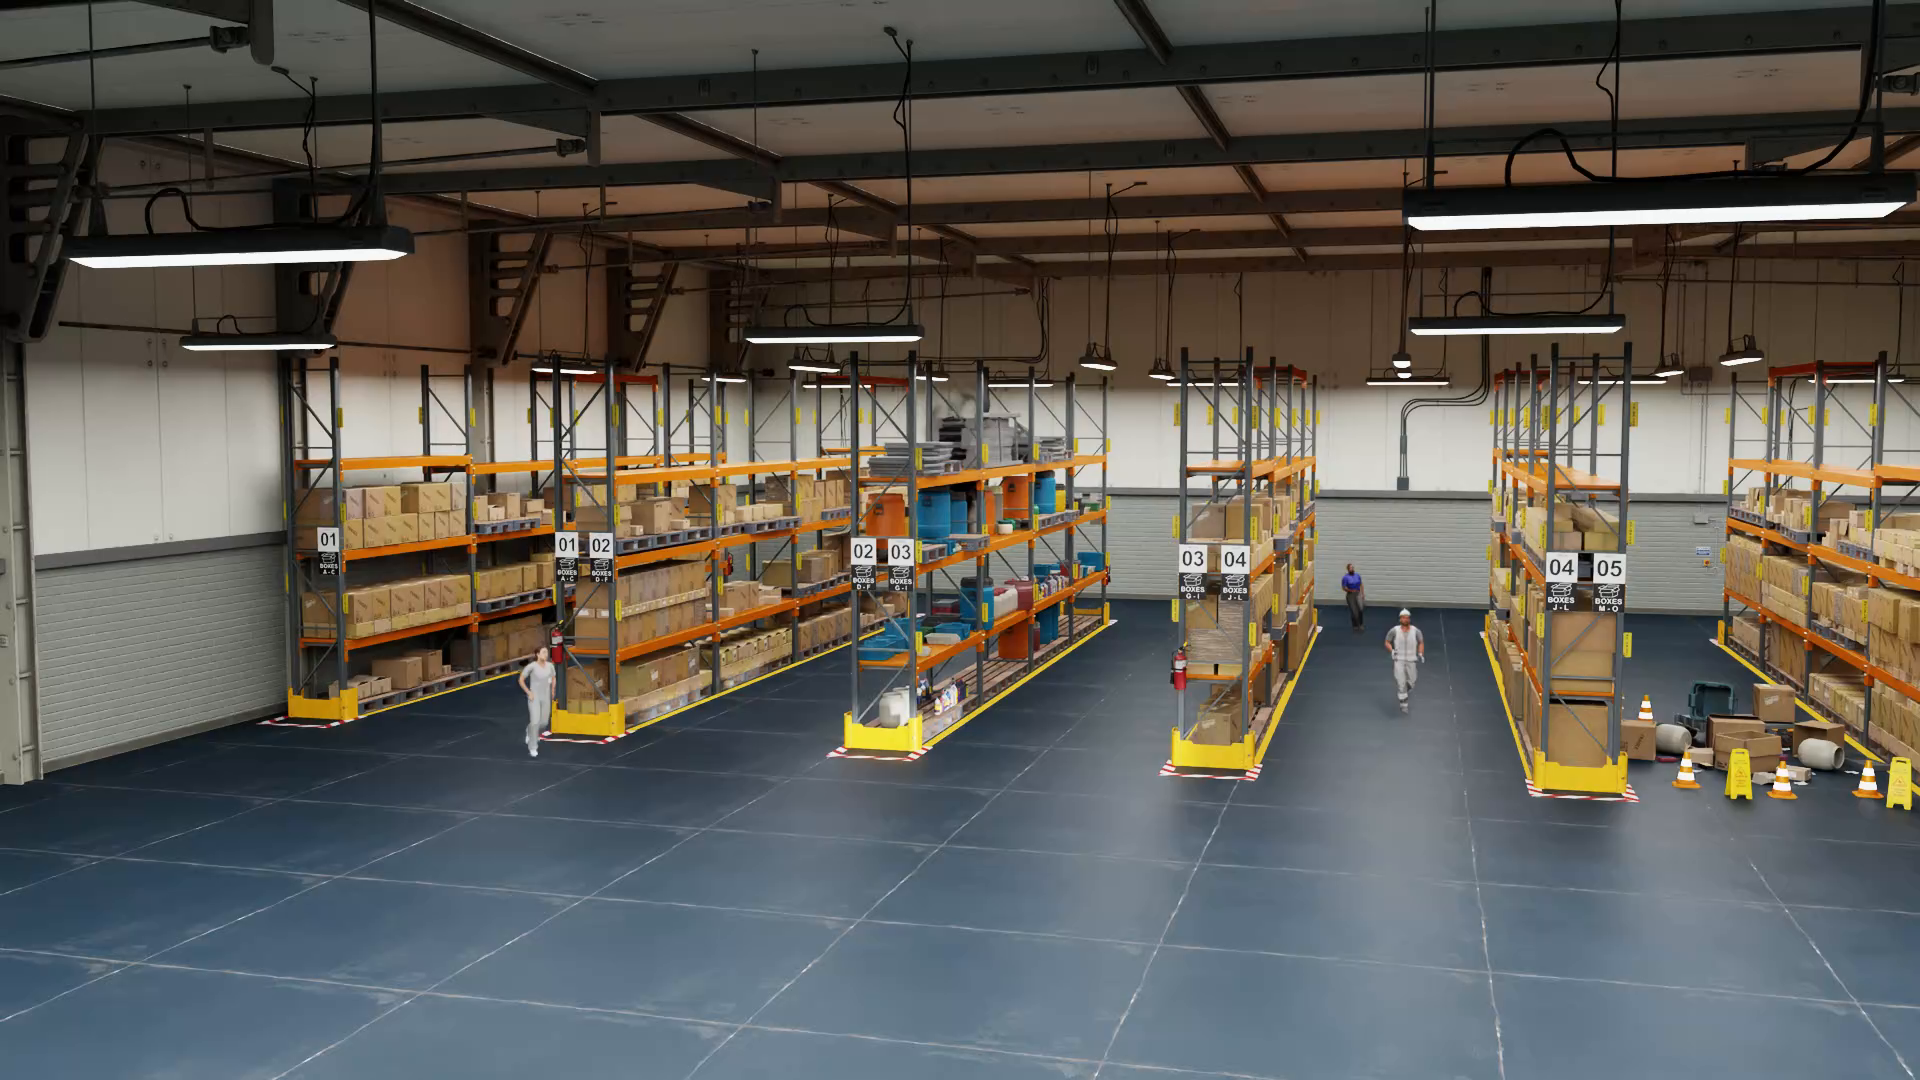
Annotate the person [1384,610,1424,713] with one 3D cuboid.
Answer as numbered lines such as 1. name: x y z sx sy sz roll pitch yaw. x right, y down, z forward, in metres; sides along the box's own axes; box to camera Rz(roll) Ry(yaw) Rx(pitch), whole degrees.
1. person: 7.580 2.056 28.387 0.656 1.745 0.615 1 4 10

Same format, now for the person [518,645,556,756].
1. person: -6.324 2.380 24.926 0.612 1.638 0.609 -3 5 -38

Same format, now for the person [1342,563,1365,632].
1. person: 9.182 1.340 38.772 0.570 1.592 0.619 0 4 -3
